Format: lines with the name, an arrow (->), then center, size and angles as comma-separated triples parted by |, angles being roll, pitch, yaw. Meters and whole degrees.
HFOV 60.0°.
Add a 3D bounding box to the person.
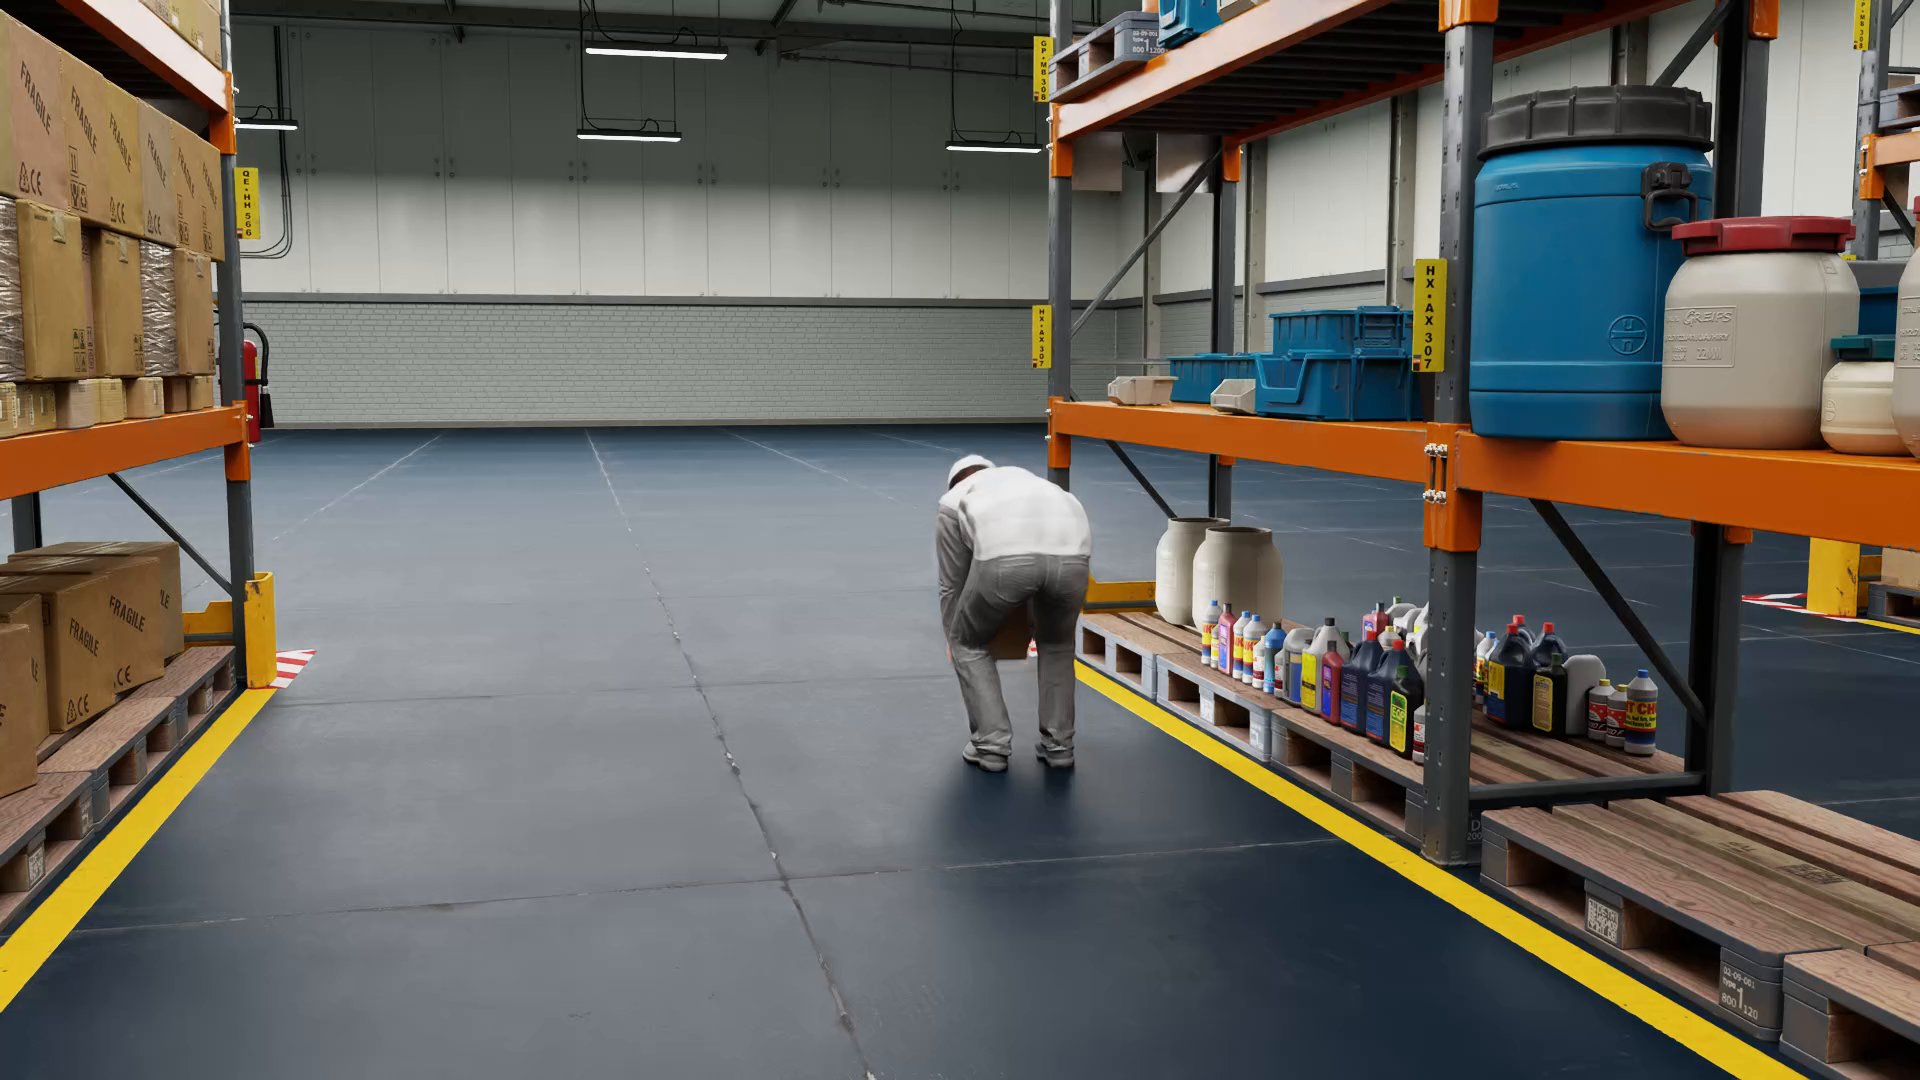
person -> 0.170, 0.258, 6.427 | 0.496, 1.132, 0.992 | -2, 6, -17
